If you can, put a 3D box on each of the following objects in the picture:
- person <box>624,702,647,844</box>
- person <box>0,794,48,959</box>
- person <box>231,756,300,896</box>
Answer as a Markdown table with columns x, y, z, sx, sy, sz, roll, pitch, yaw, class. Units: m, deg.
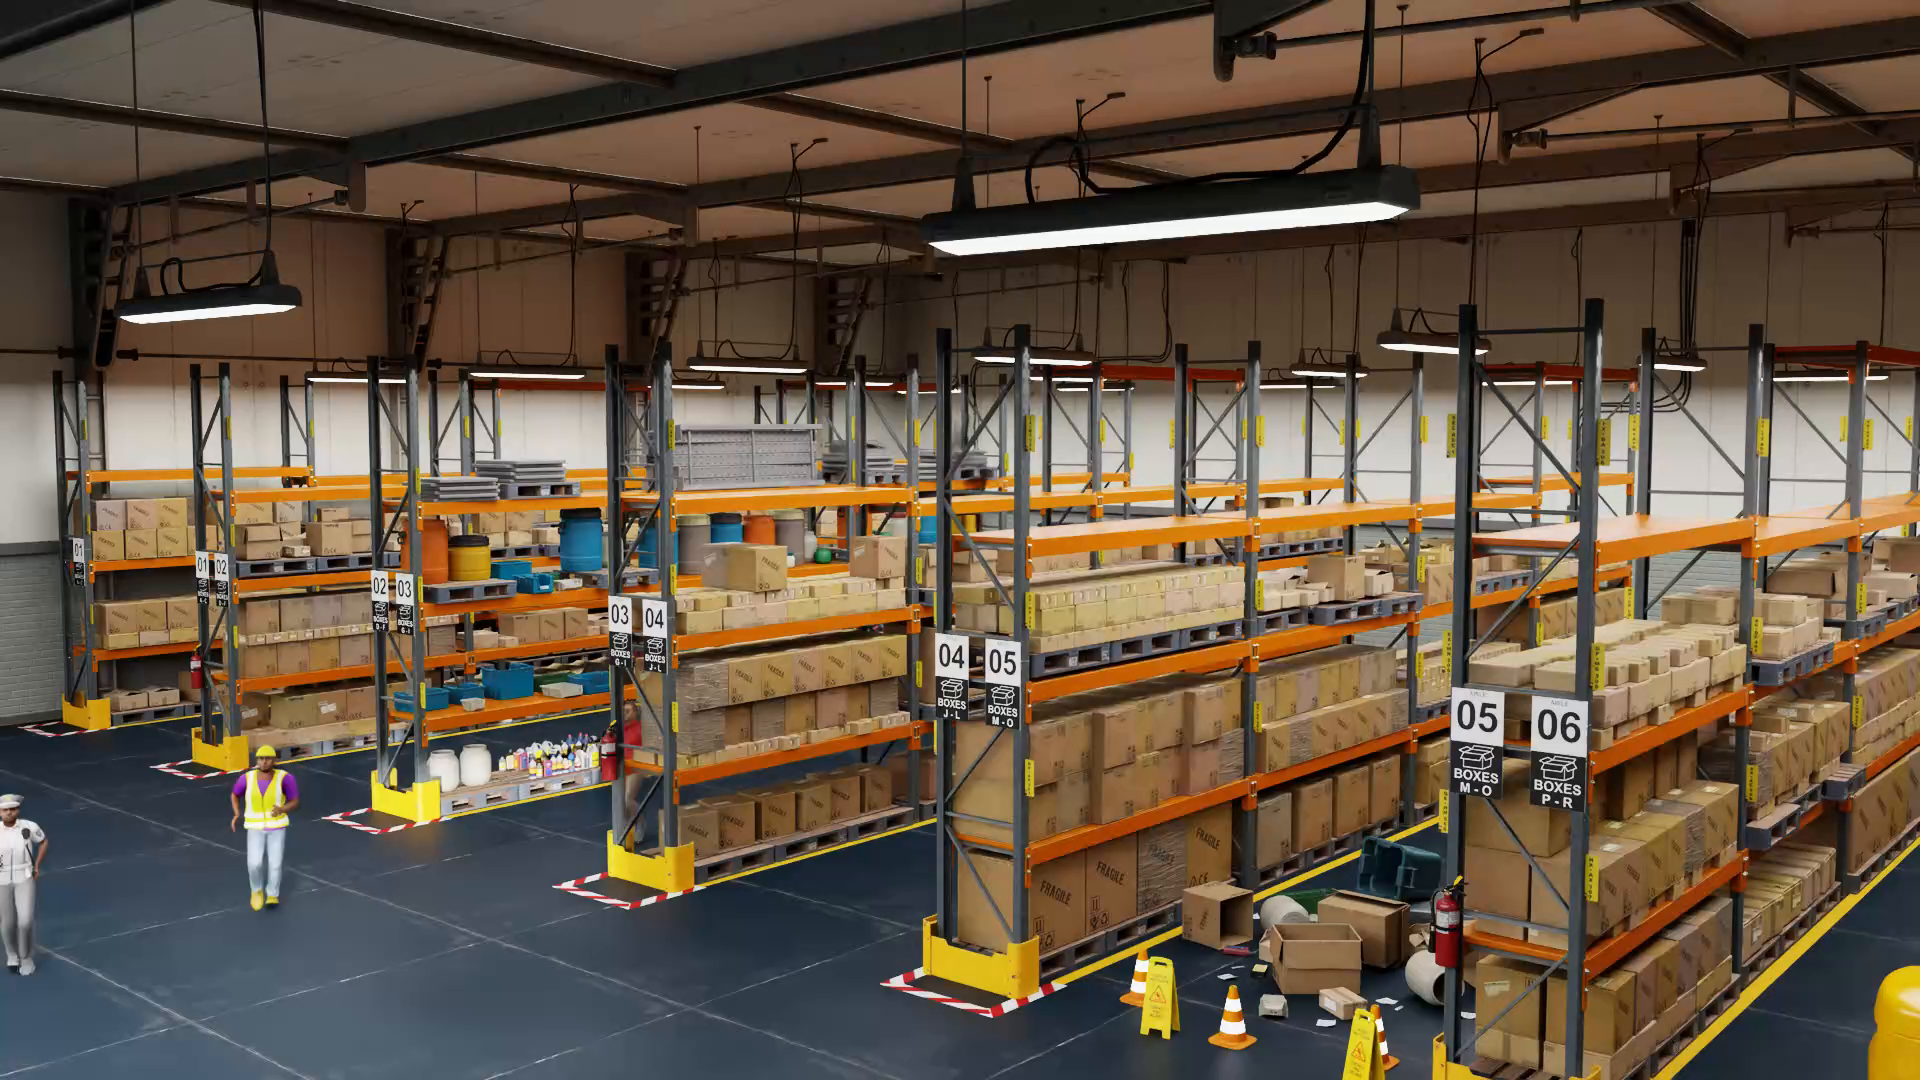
| x | y | z | sx | sy | sz | roll | pitch | yaw | class |
| --- | --- | --- | --- | --- | --- | --- | --- | --- | --- |
| -4.064 | 2.856 | 20.296 | 0.645 | 1.733 | 0.651 | 2 | 5 | 27 | person |
| -8.793 | 3.143 | 15.457 | 0.558 | 1.588 | 0.654 | -2 | 5 | -26 | person |
| -7.286 | 3.049 | 17.450 | 0.684 | 1.536 | 0.667 | -2 | 4 | -20 | person |
